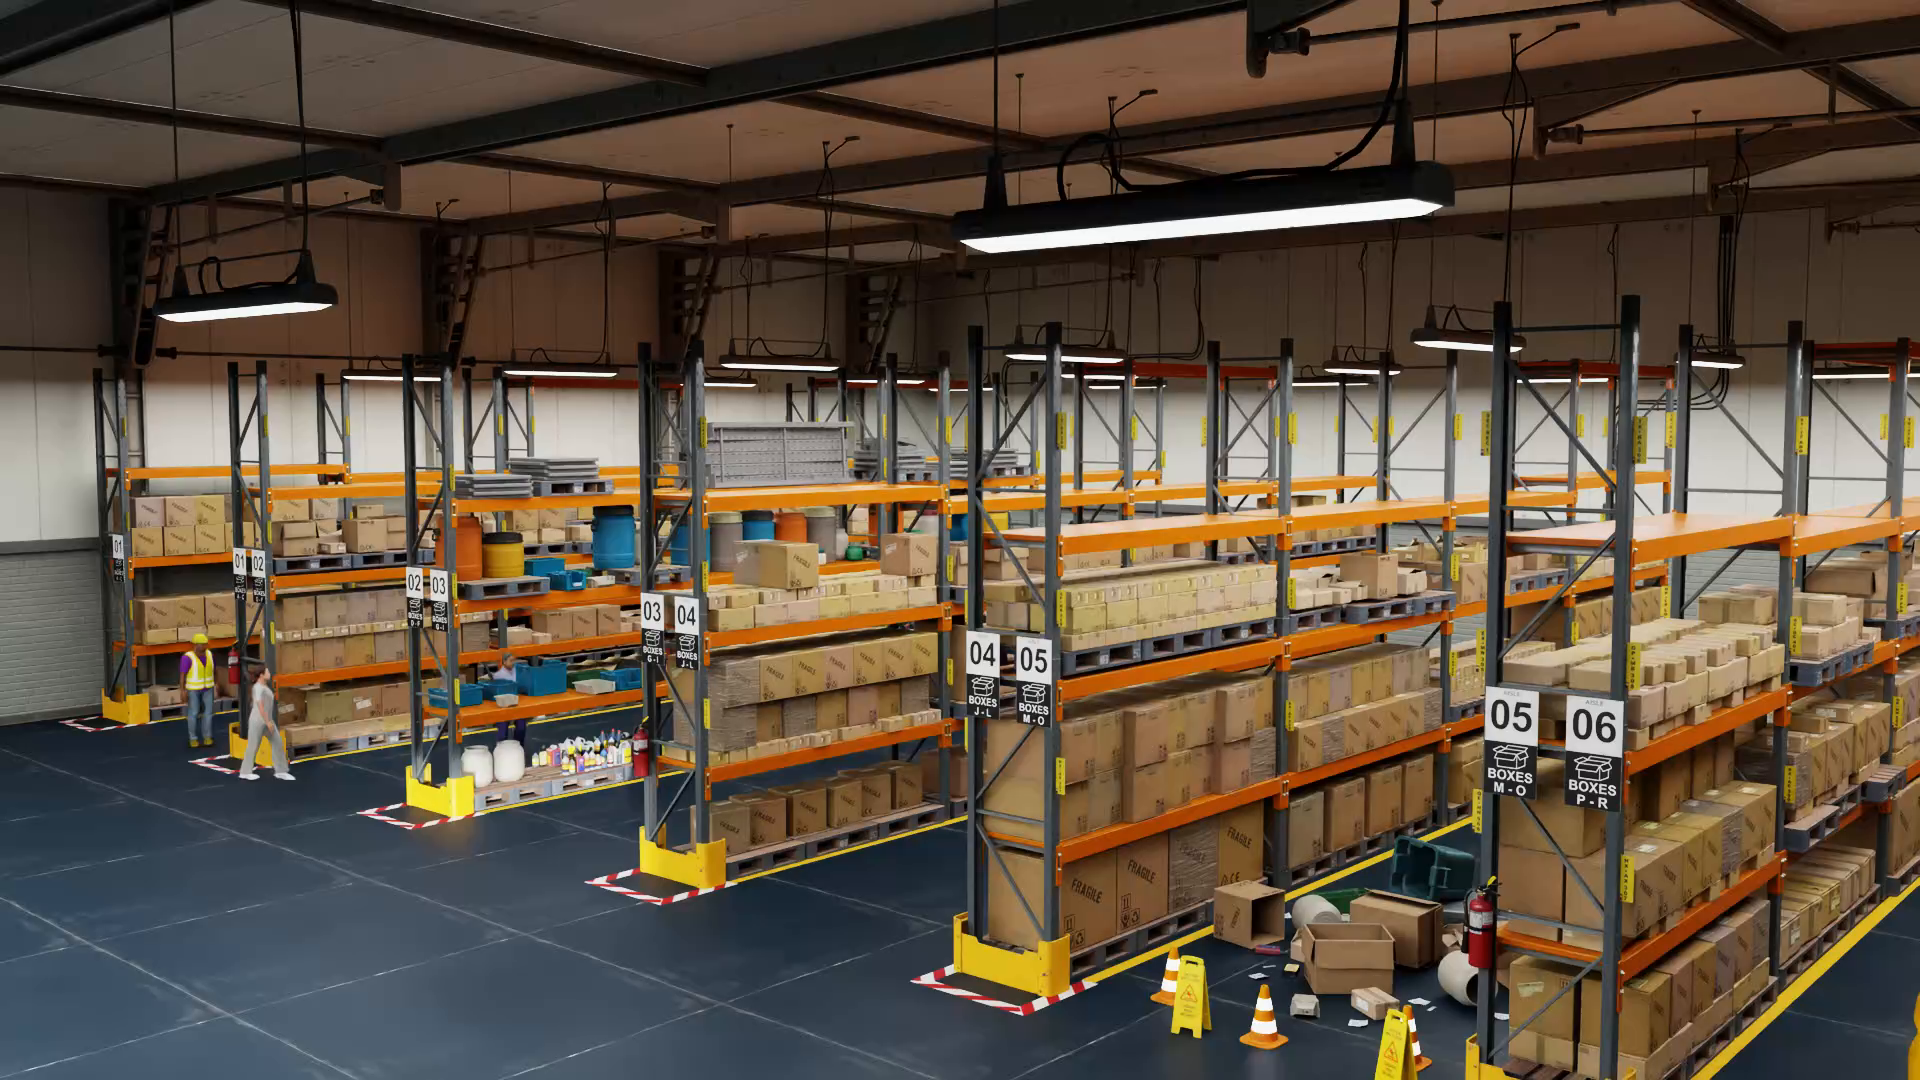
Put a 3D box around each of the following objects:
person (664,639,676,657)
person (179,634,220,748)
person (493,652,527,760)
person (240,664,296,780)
[{"bbox_3d":[-5.725,1.829,33.380,0.593,1.780,0.407,-1,4,-15],"label":"person"},{"bbox_3d":[-11.960,2.355,26.174,0.402,1.782,0.601,4,5,40],"label":"person"},{"bbox_3d":[-6.785,2.549,25.020,0.357,1.737,0.545,4,6,43],"label":"person"},{"bbox_3d":[-9.890,2.614,23.672,0.761,1.695,0.432,0,4,5],"label":"person"}]
